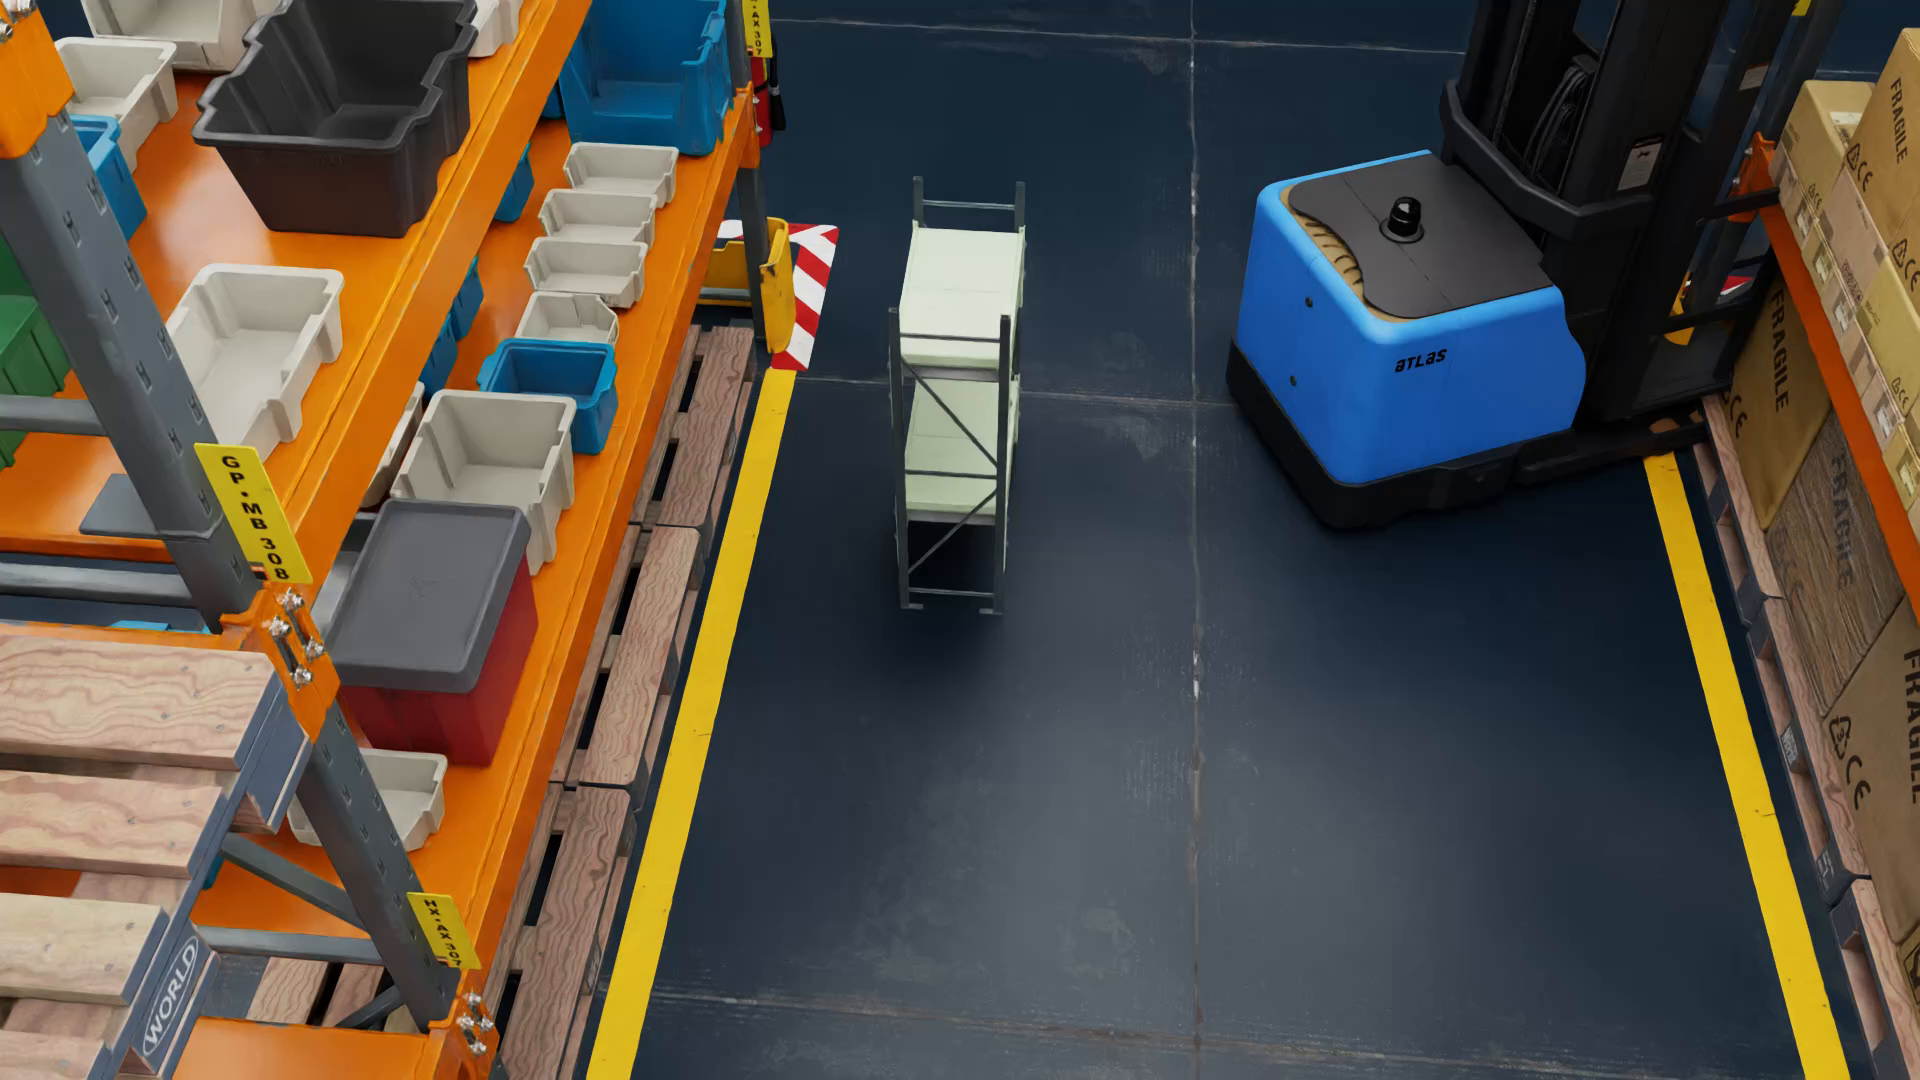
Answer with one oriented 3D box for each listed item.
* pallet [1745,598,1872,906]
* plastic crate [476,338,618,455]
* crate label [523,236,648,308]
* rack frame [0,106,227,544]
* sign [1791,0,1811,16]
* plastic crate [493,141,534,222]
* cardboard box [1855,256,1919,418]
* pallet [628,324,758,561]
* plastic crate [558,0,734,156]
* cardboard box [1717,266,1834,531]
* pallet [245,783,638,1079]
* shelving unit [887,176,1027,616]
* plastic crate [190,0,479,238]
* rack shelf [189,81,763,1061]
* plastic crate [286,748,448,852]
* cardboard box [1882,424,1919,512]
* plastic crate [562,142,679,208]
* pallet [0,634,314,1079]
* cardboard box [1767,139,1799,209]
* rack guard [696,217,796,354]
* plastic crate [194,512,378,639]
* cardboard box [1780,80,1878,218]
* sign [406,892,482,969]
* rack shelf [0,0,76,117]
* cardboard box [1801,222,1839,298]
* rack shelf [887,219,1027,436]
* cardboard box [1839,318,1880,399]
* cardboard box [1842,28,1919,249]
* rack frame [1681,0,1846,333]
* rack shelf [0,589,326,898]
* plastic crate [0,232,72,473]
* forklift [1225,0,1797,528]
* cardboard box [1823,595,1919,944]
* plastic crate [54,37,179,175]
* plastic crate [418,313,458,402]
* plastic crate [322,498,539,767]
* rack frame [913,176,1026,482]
[{"bbox_3d":[3.480,0.760,5.938,1.003,0.211,1.213,4,48,4],"label":"pallet"},{"bbox_3d":[-1.275,-0.438,5.217,0.416,0.233,0.300,4,48,4],"label":"plastic crate"},{"bbox_3d":[-1.279,-0.903,5.707,0.396,0.136,0.243,4,48,4],"label":"crate label"},{"bbox_3d":[-1.708,-1.086,1.671,1.000,3.000,0.127,4,48,4],"label":"rack frame"},{"bbox_3d":[3.037,-2.029,5.958,0.100,0.325,0.005,4,48,4],"label":"sign"},{"bbox_3d":[-1.754,-1.322,6.025,0.416,0.233,0.300,4,48,4],"label":"plastic crate"},{"bbox_3d":[3.186,-0.632,5.221,0.500,0.250,0.500,2,48,2],"label":"cardboard box"},{"bbox_3d":[-1.457,-0.457,7.050,1.003,0.211,1.213,4,48,4],"label":"pallet"},{"bbox_3d":[-1.188,-1.775,6.302,0.616,0.435,0.499,4,48,4],"label":"plastic crate"},{"bbox_3d":[3.610,-0.617,6.463,0.875,0.875,0.875,4,48,4],"label":"cardboard box"},{"bbox_3d":[-1.679,1.336,5.411,1.003,0.211,1.213,4,48,4],"label":"pallet"},{"bbox_3d":[-0.001,-0.501,6.218,0.431,1.500,0.755,4,48,4],"label":"shelving unit"},{"bbox_3d":[-1.322,-0.924,3.644,0.497,0.269,0.590,4,48,4],"label":"plastic crate"},{"bbox_3d":[-1.526,-0.289,5.495,1.077,0.370,4.000,4,48,4],"label":"rack shelf"},{"bbox_3d":[-1.523,0.675,4.264,0.396,0.136,0.243,4,48,4],"label":"plastic crate"},{"bbox_3d":[3.089,-0.214,5.109,0.380,0.149,0.250,3,48,3],"label":"cardboard box"},{"bbox_3d":[-1.237,-1.321,6.089,0.396,0.136,0.243,4,48,4],"label":"plastic crate"},{"bbox_3d":[-1.682,0.572,2.315,1.213,0.211,1.003,4,48,4],"label":"pallet"},{"bbox_3d":[3.228,-1.345,6.143,0.380,0.149,0.250,4,48,4],"label":"cardboard box"},{"bbox_3d":[-1.354,-1.176,7.513,1.175,0.500,0.348,4,48,4],"label":"rack guard"},{"bbox_3d":[-1.873,0.170,4.733,0.437,0.125,0.590,4,48,4],"label":"plastic crate"},{"bbox_3d":[3.276,-1.383,5.908,0.500,0.250,0.500,3,48,2],"label":"cardboard box"},{"bbox_3d":[-1.160,0.883,3.748,0.100,0.325,0.005,4,48,4],"label":"sign"},{"bbox_3d":[-1.526,-2.178,3.429,1.077,0.370,4.000,4,48,4],"label":"rack shelf"},{"bbox_3d":[3.183,-0.968,5.799,0.380,0.149,0.250,3,48,3],"label":"cardboard box"},{"bbox_3d":[-0.001,-0.765,5.930,0.431,0.370,0.720,4,48,4],"label":"rack shelf"},{"bbox_3d":[3.136,-0.589,5.452,0.380,0.149,0.250,3,48,3],"label":"cardboard box"},{"bbox_3d":[3.231,-1.269,5.296,0.500,0.500,0.500,3,48,3],"label":"cardboard box"},{"bbox_3d":[3.589,-1.668,6.269,1.000,3.000,0.127,4,48,4],"label":"rack frame"},{"bbox_3d":[-1.890,1.638,1.699,1.077,0.370,4.000,4,48,4],"label":"rack shelf"},{"bbox_3d":[-1.970,-0.334,3.160,0.450,0.188,0.662,4,48,4],"label":"plastic crate"},{"bbox_3d":[2.743,-1.702,6.346,3.031,2.935,1.130,-15,49,-13],"label":"forklift"},{"bbox_3d":[3.446,0.706,5.253,0.875,0.875,0.875,4,48,4],"label":"cardboard box"},{"bbox_3d":[-1.971,-0.945,3.754,0.293,0.136,0.466,4,48,4],"label":"plastic crate"},{"bbox_3d":[-1.841,-0.617,5.381,0.416,0.233,0.300,4,48,4],"label":"plastic crate"},{"bbox_3d":[-1.377,0.257,4.424,0.402,0.464,0.583,4,48,4],"label":"plastic crate"},{"bbox_3d":[0.033,-0.770,6.464,0.400,1.500,0.023,4,48,4],"label":"rack frame"}]
